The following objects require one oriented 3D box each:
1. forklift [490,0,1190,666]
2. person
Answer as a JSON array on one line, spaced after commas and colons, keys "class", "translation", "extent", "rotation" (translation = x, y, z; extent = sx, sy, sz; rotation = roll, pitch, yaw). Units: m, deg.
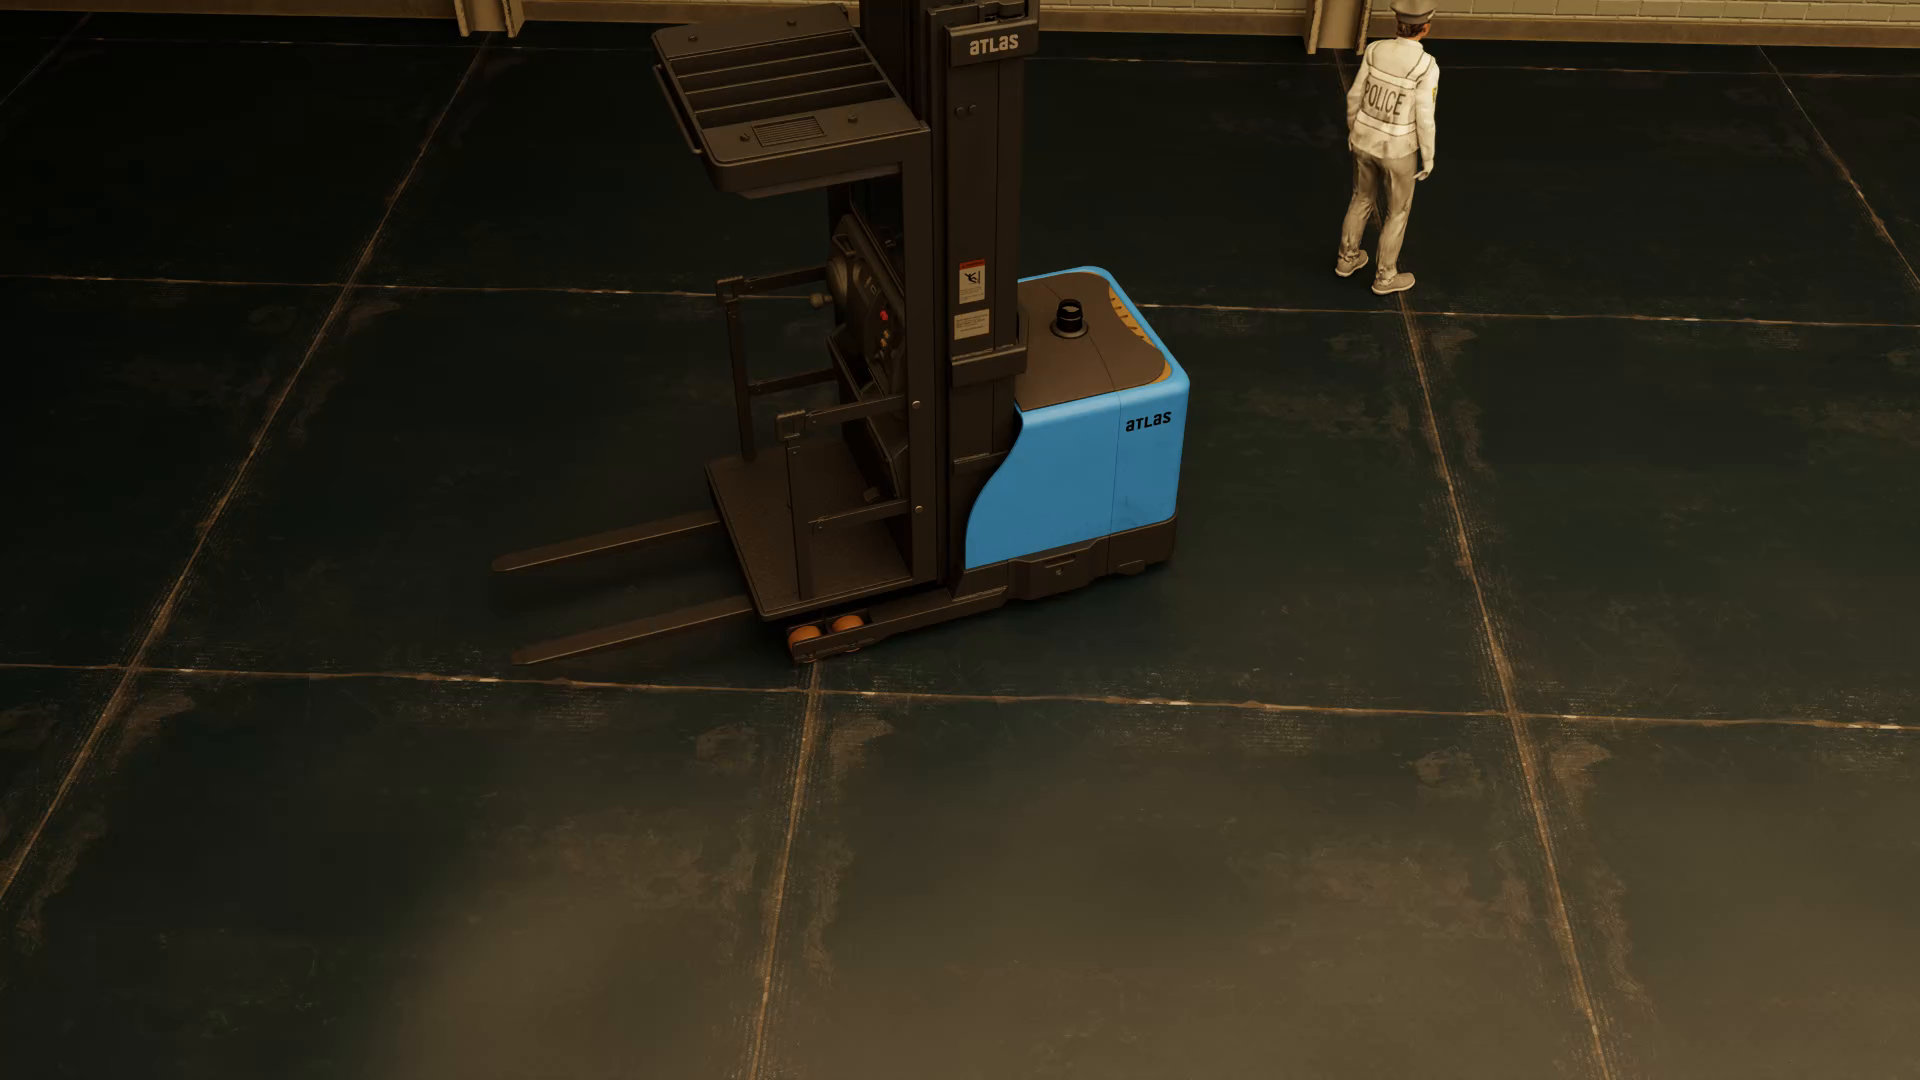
[{"class": "forklift", "translation": [-0.573, -0.945, 6.778], "extent": [3.031, 2.935, 1.130], "rotation": [-13, 44, -14]}, {"class": "person", "translation": [2.321, -2.137, 9.024], "extent": [0.373, 1.665, 0.543], "rotation": [-33, 52, -31]}]
